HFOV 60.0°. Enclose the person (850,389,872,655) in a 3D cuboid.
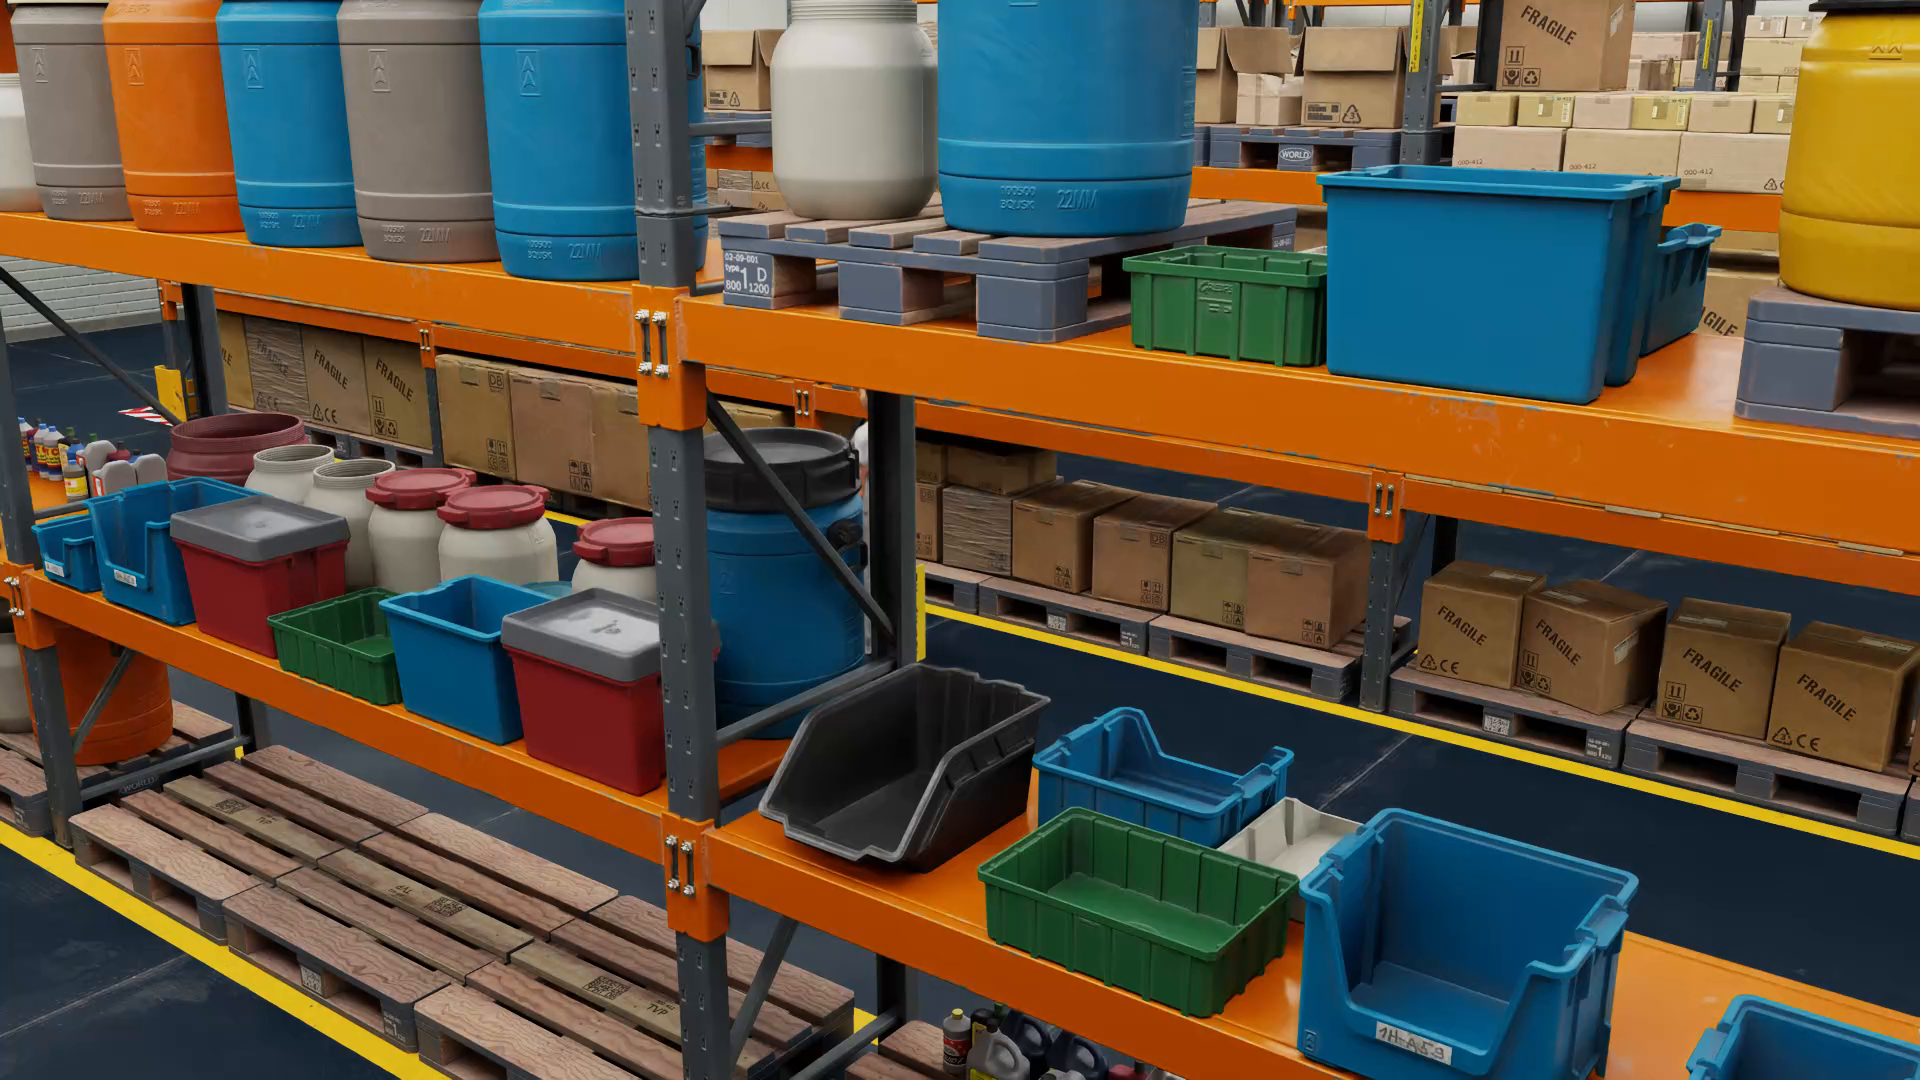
[{"bbox_3d":[-0.462,-0.147,9.550,0.360,1.671,0.437,13,21,36],"label":"person"}]
